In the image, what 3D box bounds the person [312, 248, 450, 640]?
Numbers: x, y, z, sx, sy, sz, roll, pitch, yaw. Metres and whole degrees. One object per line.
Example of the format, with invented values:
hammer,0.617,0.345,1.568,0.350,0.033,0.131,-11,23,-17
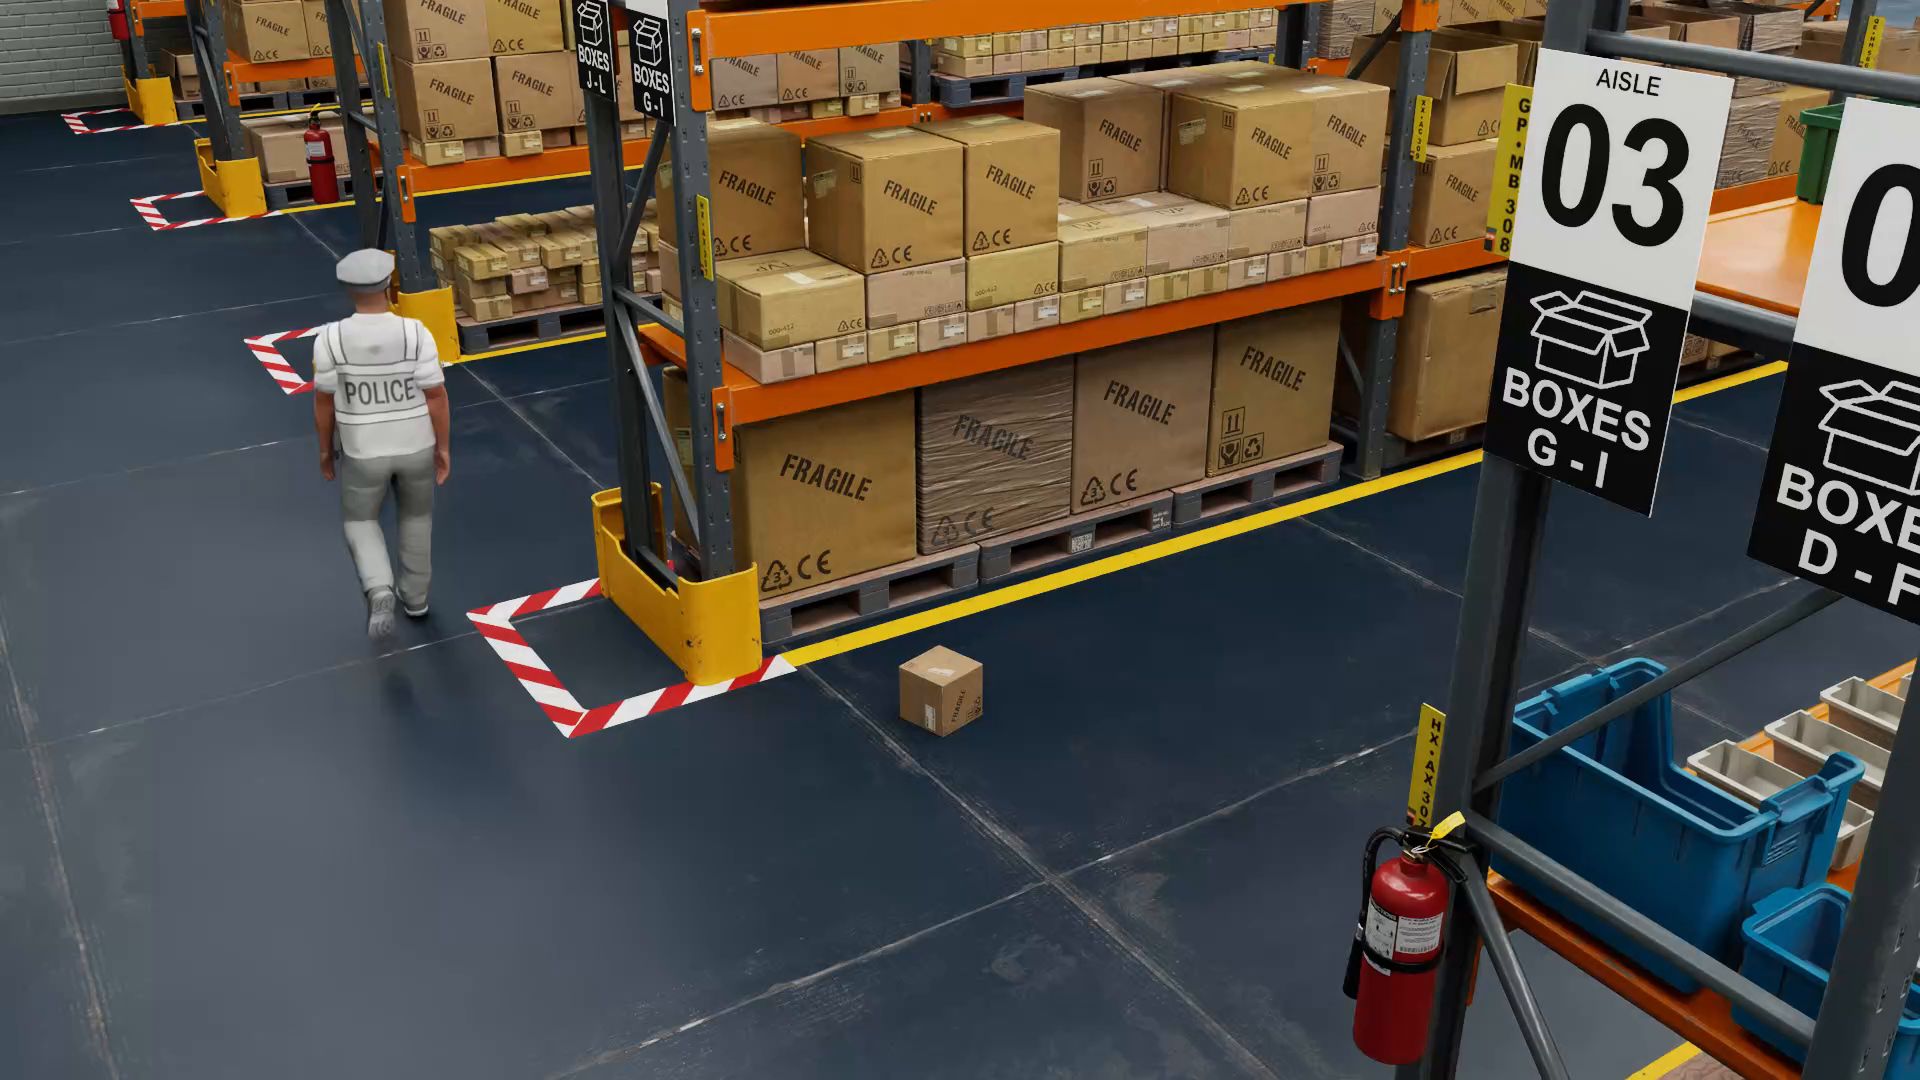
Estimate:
person,-2.564,-0.419,7.428,0.578,1.747,0.695,-9,27,-19
